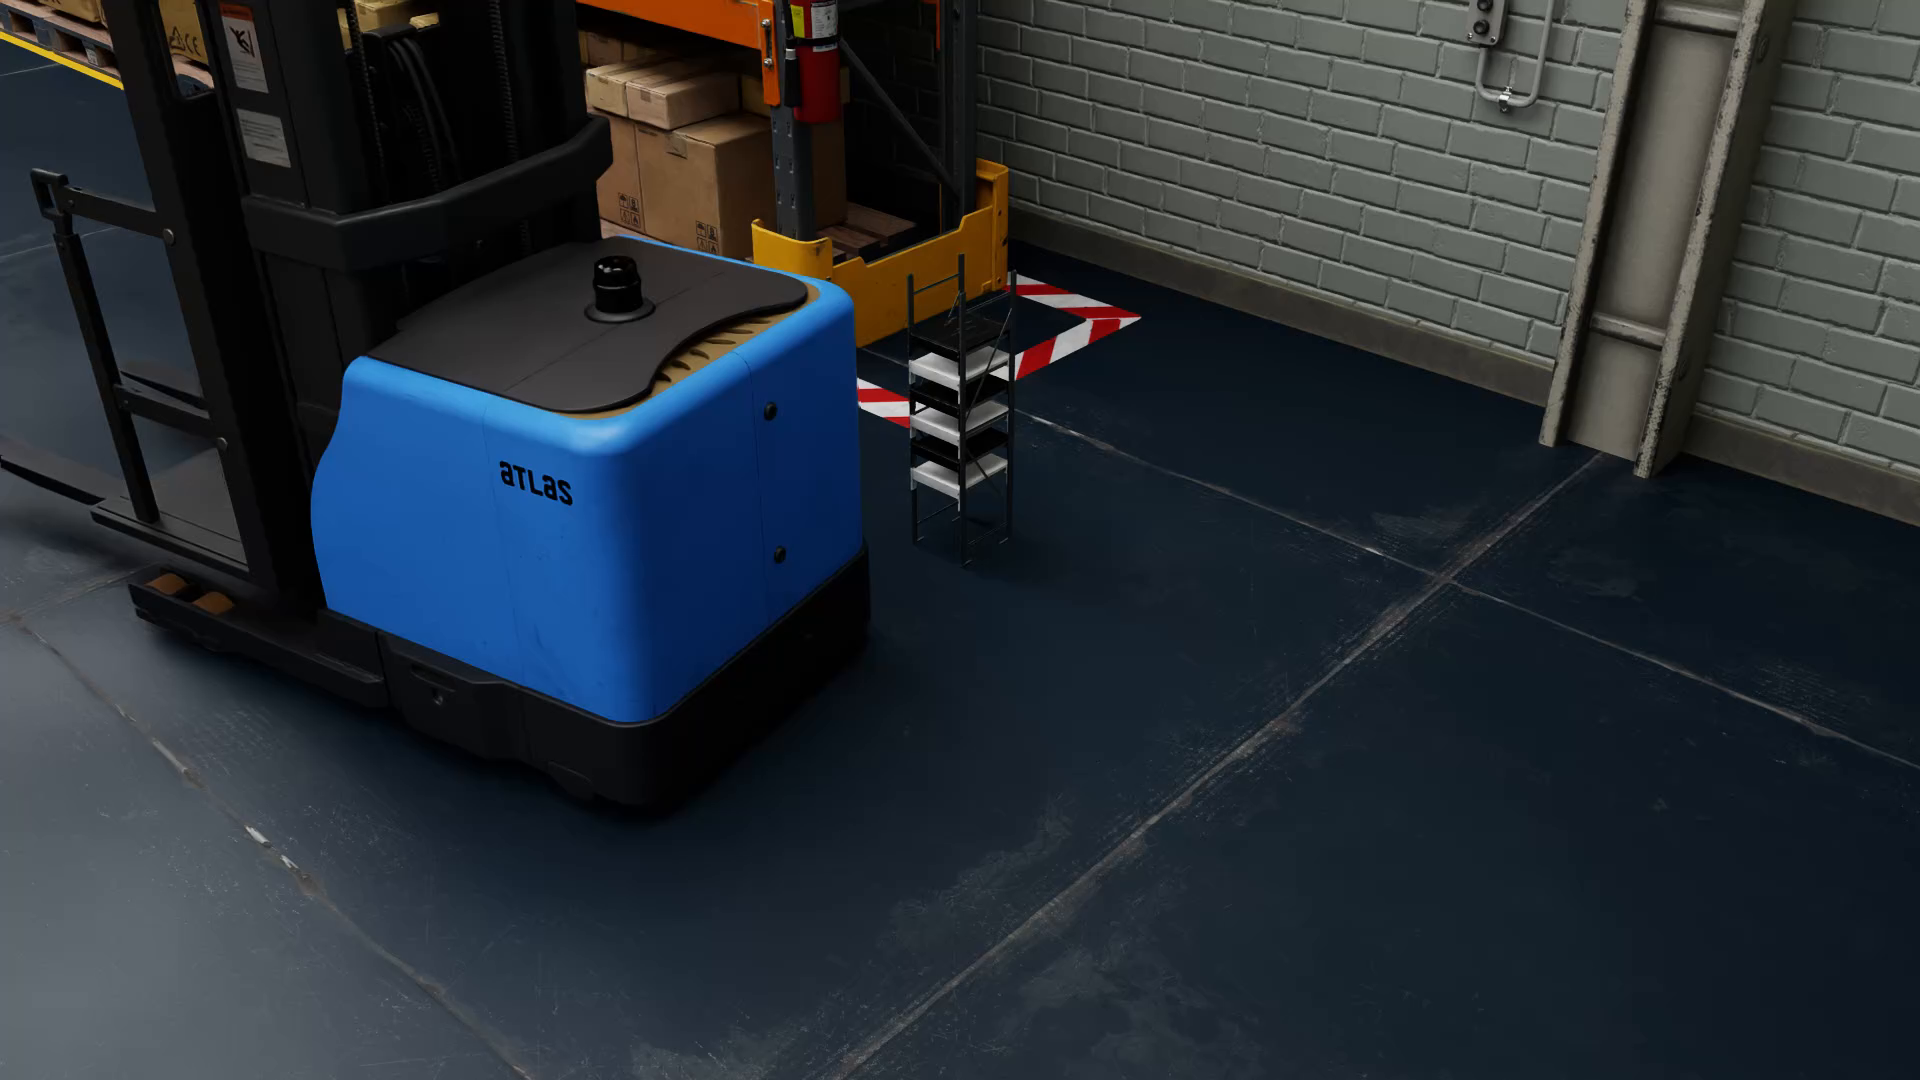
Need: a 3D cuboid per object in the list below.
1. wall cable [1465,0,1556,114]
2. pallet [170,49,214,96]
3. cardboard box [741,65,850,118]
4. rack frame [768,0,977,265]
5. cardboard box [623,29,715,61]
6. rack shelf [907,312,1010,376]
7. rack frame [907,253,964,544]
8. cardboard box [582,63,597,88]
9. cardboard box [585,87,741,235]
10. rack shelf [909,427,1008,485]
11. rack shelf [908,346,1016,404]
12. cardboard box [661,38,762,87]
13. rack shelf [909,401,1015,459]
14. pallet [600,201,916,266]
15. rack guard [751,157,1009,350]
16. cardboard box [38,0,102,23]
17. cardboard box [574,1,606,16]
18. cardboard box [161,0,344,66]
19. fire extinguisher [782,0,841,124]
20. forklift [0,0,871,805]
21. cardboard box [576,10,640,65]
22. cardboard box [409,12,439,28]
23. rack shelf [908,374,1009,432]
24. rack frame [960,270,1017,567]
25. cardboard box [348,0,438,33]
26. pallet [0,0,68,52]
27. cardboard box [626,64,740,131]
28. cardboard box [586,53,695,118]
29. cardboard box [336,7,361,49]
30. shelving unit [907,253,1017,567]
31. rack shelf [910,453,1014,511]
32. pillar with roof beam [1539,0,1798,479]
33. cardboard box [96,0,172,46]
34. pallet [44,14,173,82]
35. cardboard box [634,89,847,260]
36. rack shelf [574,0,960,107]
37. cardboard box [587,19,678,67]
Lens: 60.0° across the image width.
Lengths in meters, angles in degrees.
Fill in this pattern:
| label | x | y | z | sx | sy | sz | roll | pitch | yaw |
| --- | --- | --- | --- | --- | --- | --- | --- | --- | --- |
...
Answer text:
| label | x | y | z | sx | sy | sz | roll | pitch | yaw |
| --- | --- | --- | --- | --- | --- | --- | --- | --- | --- |
| wall cable | 1.274 | -2.574 | 5.633 | 1.851 | 1.984 | 0.084 | 25 | 39 | 35 |
| pallet | -3.899 | -2.648 | 9.445 | 1.213 | 0.211 | 1.003 | 25 | 39 | 35 |
| cardboard box | -0.670 | -1.845 | 6.793 | 0.250 | 0.149 | 0.380 | 25 | 39 | 35 |
| rack frame | -0.310 | -2.220 | 6.030 | 0.127 | 3.000 | 1.000 | 25 | 39 | 35 |
| cardboard box | -1.231 | -2.106 | 7.228 | 0.250 | 0.149 | 0.380 | 25 | 39 | 35 |
| rack shelf | 0.006 | -0.585 | 4.891 | 0.200 | 0.077 | 0.258 | 25 | 39 | 35 |
| rack frame | -0.069 | -0.418 | 5.072 | 0.006 | 0.900 | 0.240 | 25 | 39 | 35 |
| cardboard box | -1.641 | -1.880 | 7.482 | 0.500 | 0.500 | 0.700 | 24 | 38 | 34 |
| cardboard box | -1.268 | -1.707 | 7.193 | 0.500 | 0.500 | 0.700 | 25 | 39 | 35 |
| rack shelf | 0.006 | -0.277 | 5.077 | 0.200 | 0.077 | 0.258 | 25 | 39 | 35 |
| rack shelf | 0.006 | -0.508 | 4.938 | 0.200 | 0.077 | 0.258 | 25 | 39 | 35 |
| cardboard box | -1.046 | -2.020 | 7.084 | 0.250 | 0.149 | 0.380 | 25 | 39 | 35 |
| rack shelf | 0.006 | -0.354 | 5.030 | 0.200 | 0.077 | 0.258 | 25 | 39 | 35 |
| pallet | -0.956 | -1.273 | 7.159 | 1.213 | 0.211 | 1.003 | 25 | 39 | 35 |
| rack guard | -0.293 | -1.141 | 6.661 | 0.348 | 0.500 | 1.175 | 25 | 39 | 35 |
| cardboard box | -5.139 | -3.638 | 10.062 | 0.750 | 0.750 | 0.750 | 25 | 39 | 35 |
| cardboard box | -1.798 | -2.371 | 7.667 | 0.250 | 0.149 | 0.380 | 24 | 39 | 34 |
| cardboard box | -3.845 | -3.039 | 9.067 | 0.750 | 0.750 | 0.750 | 26 | 39 | 36 |
| fire extinguisher | -0.508 | -1.799 | 5.766 | 0.183 | 0.674 | 0.296 | 25 | 39 | 35 |
| forklift | -1.788 | -1.156 | 4.328 | 3.031 | 2.935 | 1.130 | 17 | 35 | 26 |
| cardboard box | -1.611 | -2.283 | 7.521 | 0.250 | 0.149 | 0.380 | 25 | 39 | 36 |
| cardboard box | -2.272 | -2.325 | 7.591 | 0.250 | 0.149 | 0.380 | 24 | 38 | 34 |
| rack shelf | 0.006 | -0.431 | 4.984 | 0.200 | 0.077 | 0.258 | 25 | 39 | 35 |
| rack frame | 0.081 | -0.348 | 4.955 | 0.006 | 0.900 | 0.240 | 25 | 39 | 35 |
| cardboard box | -2.659 | -2.505 | 7.891 | 0.250 | 0.149 | 0.380 | 27 | 40 | 37 |
| pallet | -5.708 | -3.493 | 10.847 | 1.213 | 0.211 | 1.003 | 25 | 39 | 35 |
| cardboard box | -1.114 | -1.786 | 6.696 | 0.250 | 0.149 | 0.380 | 25 | 39 | 35 |
| cardboard box | -1.304 | -1.874 | 6.843 | 0.250 | 0.149 | 0.380 | 26 | 40 | 36 |
| cardboard box | -2.790 | -2.416 | 8.371 | 0.500 | 0.500 | 0.700 | 26 | 39 | 36 |
| shelving unit | 0.006 | -0.383 | 5.013 | 0.210 | 0.900 | 0.258 | 25 | 39 | 35 |
| rack shelf | 0.006 | -0.200 | 5.123 | 0.200 | 0.077 | 0.258 | 25 | 39 | 35 |
| pillar with roof beam | -0.617 | -2.541 | 0.746 | 0.400 | 9.000 | 9.100 | 25 | 39 | 35 |
| cardboard box | -4.506 | -3.346 | 9.576 | 0.750 | 0.750 | 0.750 | 26 | 40 | 36 |
| pallet | -4.808 | -3.071 | 10.146 | 1.213 | 0.211 | 1.003 | 25 | 39 | 35 |
| cardboard box | -0.896 | -1.534 | 6.905 | 0.500 | 0.500 | 0.700 | 25 | 39 | 35 |
| rack shelf | -1.793 | -2.604 | 7.365 | 4.000 | 0.370 | 1.077 | 25 | 39 | 35 |
| cardboard box | -1.420 | -2.194 | 7.374 | 0.250 | 0.149 | 0.380 | 26 | 39 | 36 |
